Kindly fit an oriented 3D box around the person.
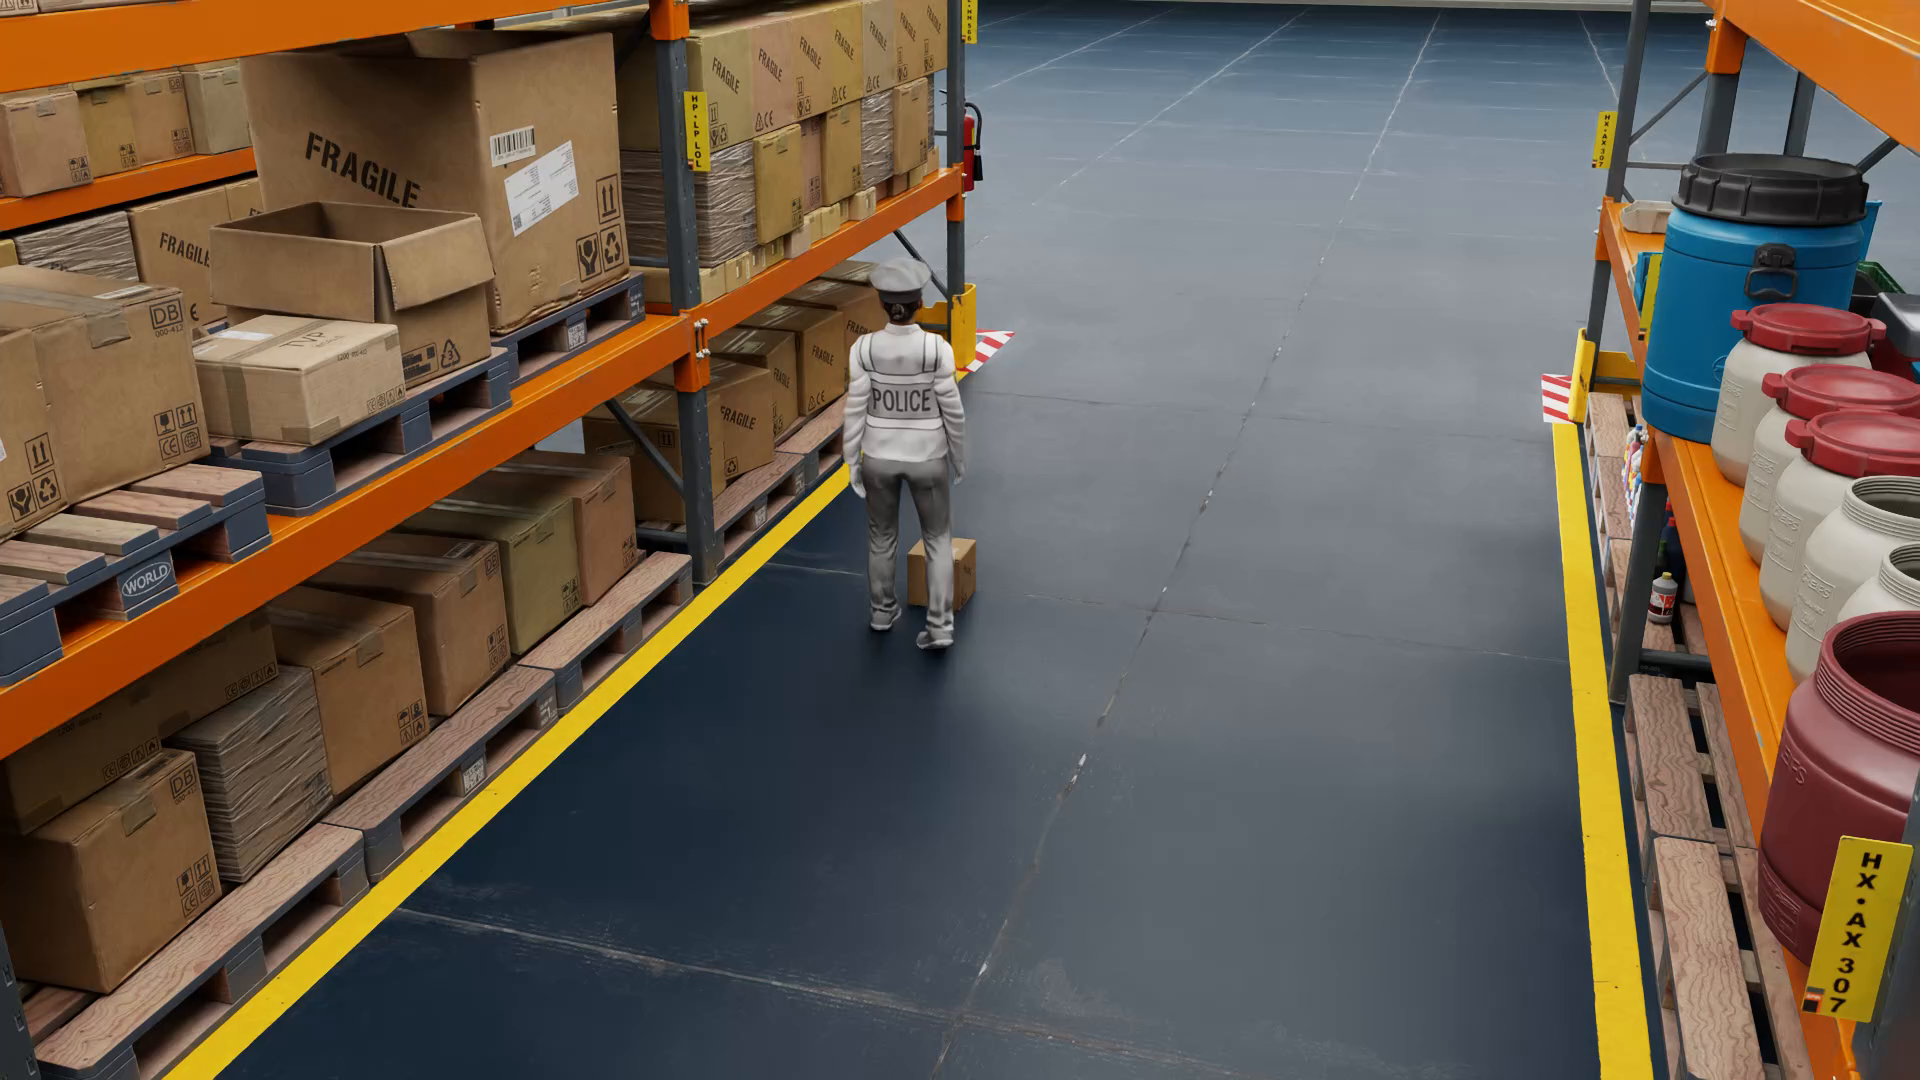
[{"bbox_3d":[-0.225,-0.355,6.977,0.509,1.689,0.541,1,22,3],"label":"person"}]
